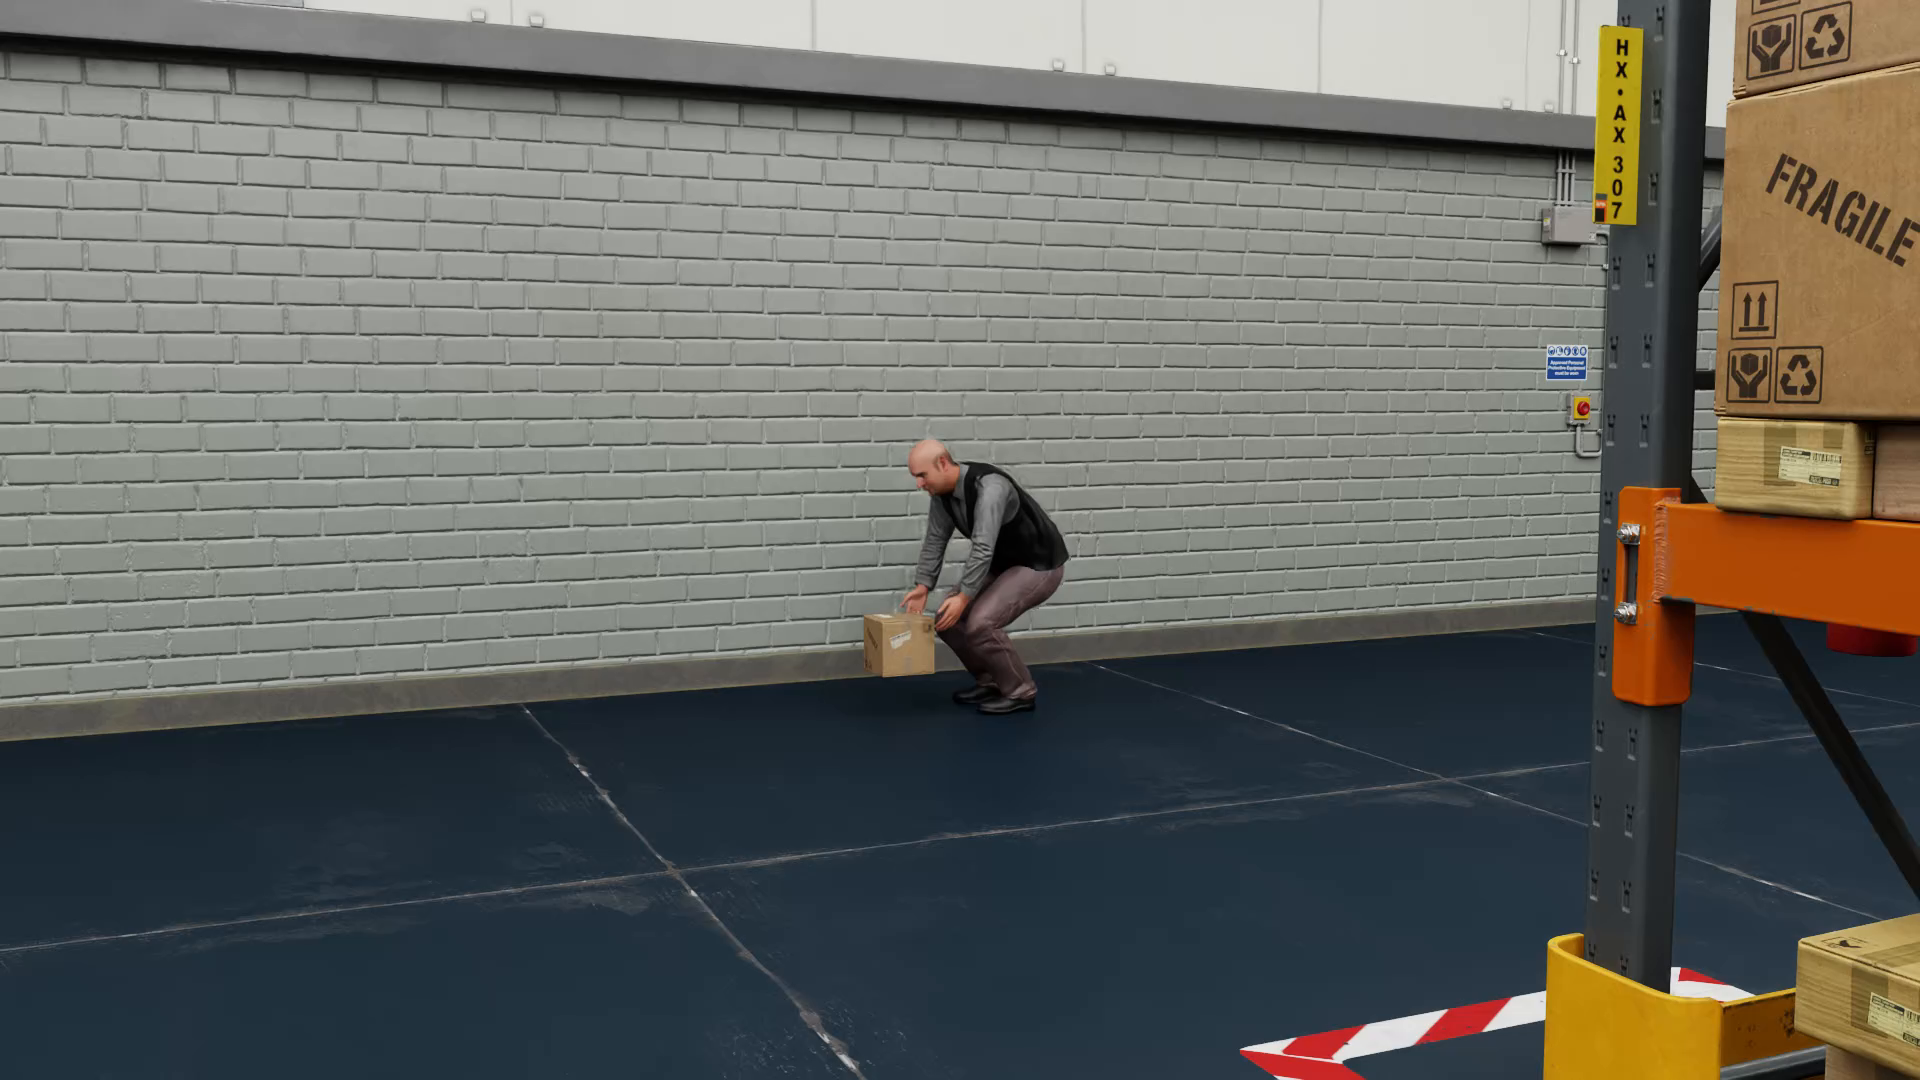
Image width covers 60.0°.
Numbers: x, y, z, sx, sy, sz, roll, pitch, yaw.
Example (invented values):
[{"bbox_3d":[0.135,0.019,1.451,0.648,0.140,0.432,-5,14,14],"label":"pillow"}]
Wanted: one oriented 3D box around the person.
[{"bbox_3d":[0.123,0.160,7.667,0.779,1.261,0.586,-2,6,-24],"label":"person"}]
